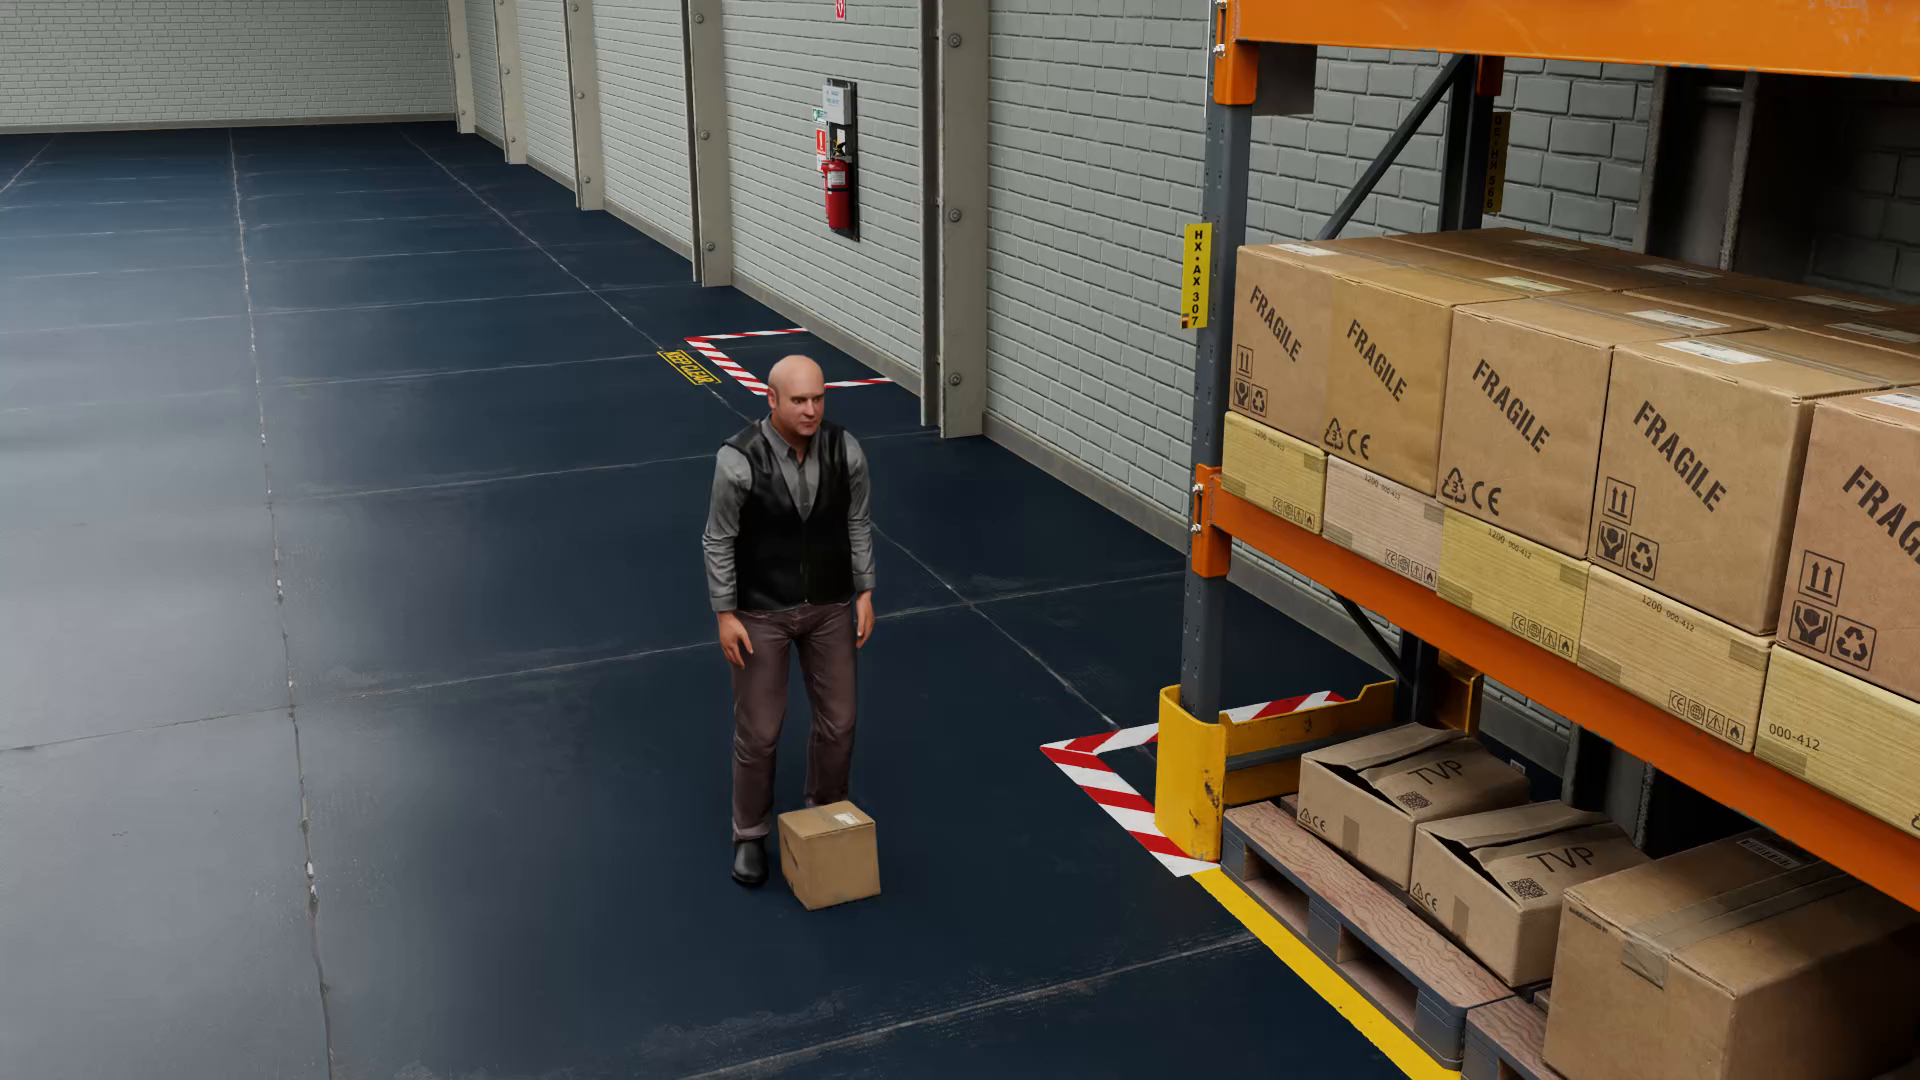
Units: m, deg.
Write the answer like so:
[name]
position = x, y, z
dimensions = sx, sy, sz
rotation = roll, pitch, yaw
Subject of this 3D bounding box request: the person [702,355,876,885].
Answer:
[person]
position = -0.544, 0.233, 5.410
dimensions = 0.570, 1.721, 0.419
rotation = -9, 21, -24
